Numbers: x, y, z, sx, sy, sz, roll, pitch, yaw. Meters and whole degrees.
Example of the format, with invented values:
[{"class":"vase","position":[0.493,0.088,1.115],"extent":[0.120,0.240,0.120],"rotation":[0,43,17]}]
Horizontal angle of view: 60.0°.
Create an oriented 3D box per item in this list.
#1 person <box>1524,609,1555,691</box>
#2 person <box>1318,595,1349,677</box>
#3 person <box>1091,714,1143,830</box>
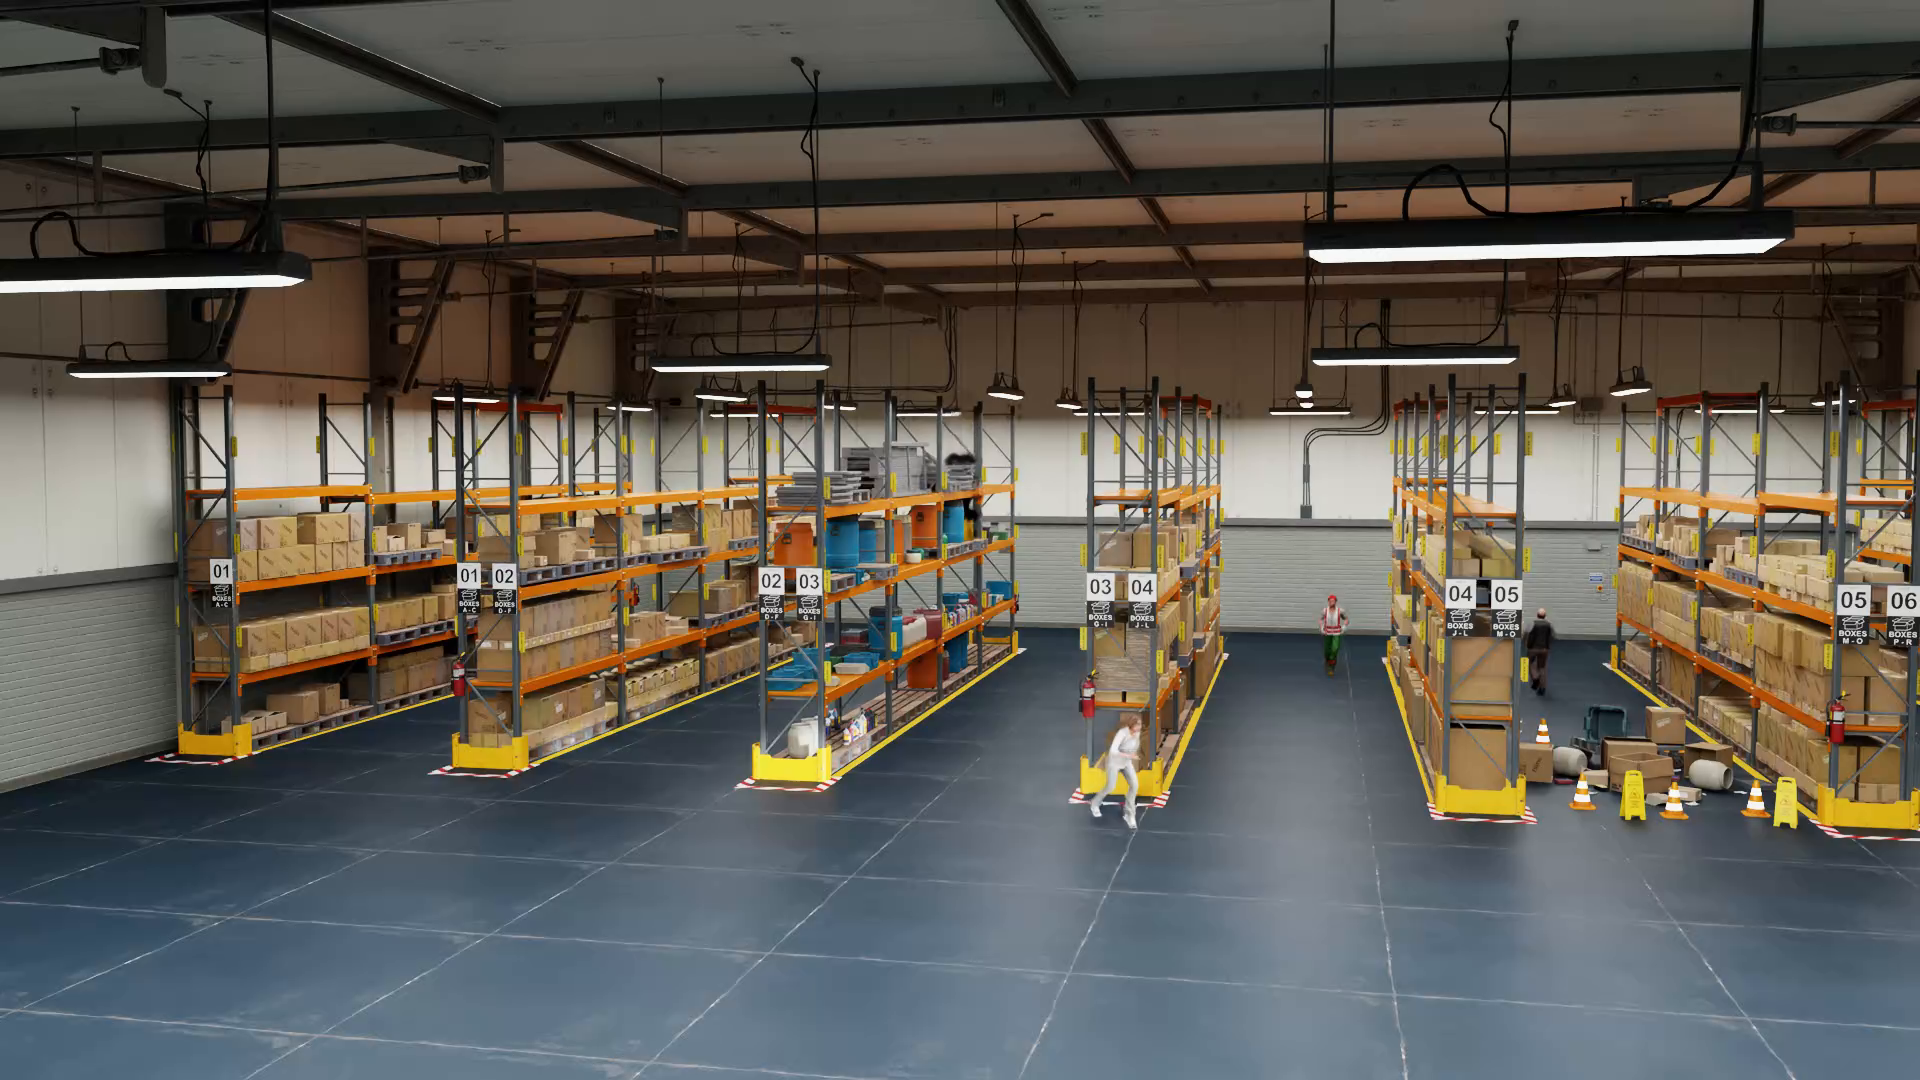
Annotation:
[{"class":"person","position":[11.860,2.244,34.117],"extent":[0.669,1.683,0.618],"rotation":[0,3,5]},{"class":"person","position":[8.212,2.087,36.570],"extent":[0.661,1.773,0.798],"rotation":[1,3,19]},{"class":"person","position":[2.086,3.032,22.056],"extent":[0.581,1.542,0.911],"rotation":[-3,4,-40]}]
